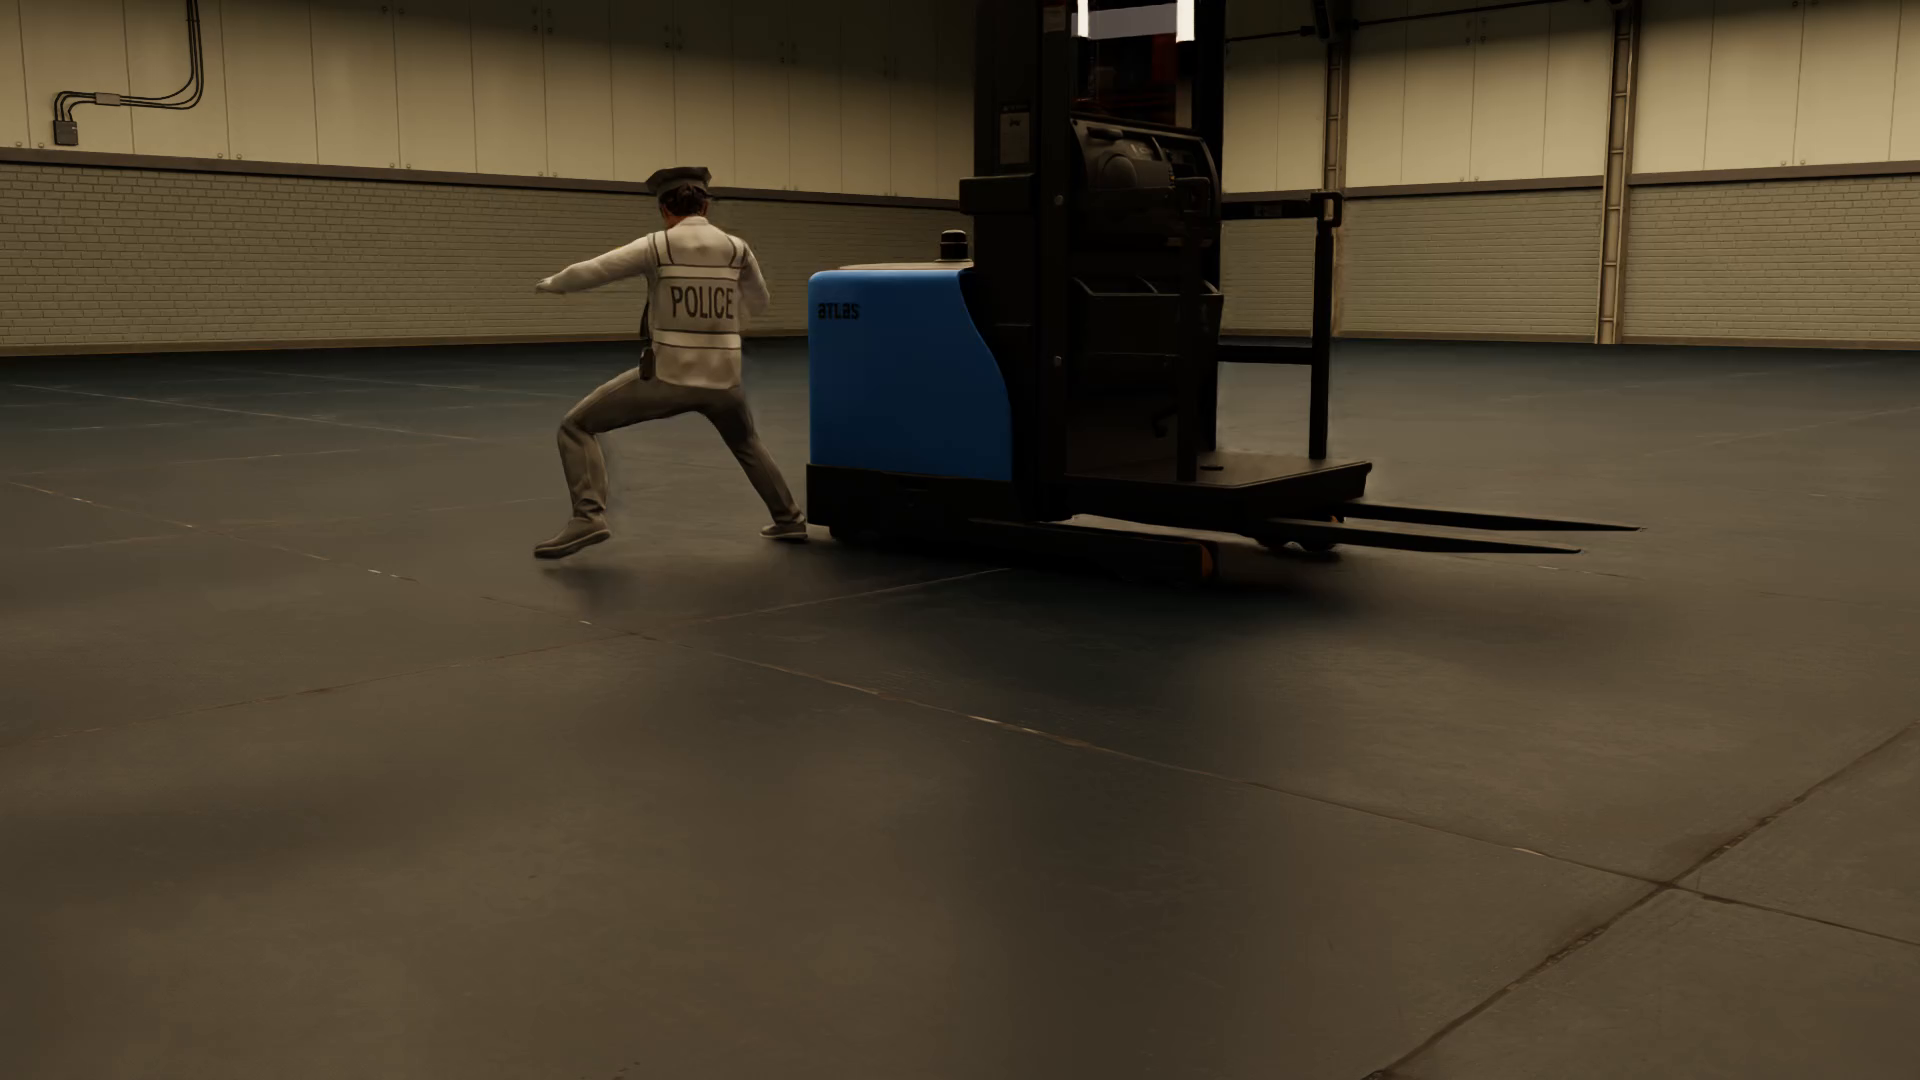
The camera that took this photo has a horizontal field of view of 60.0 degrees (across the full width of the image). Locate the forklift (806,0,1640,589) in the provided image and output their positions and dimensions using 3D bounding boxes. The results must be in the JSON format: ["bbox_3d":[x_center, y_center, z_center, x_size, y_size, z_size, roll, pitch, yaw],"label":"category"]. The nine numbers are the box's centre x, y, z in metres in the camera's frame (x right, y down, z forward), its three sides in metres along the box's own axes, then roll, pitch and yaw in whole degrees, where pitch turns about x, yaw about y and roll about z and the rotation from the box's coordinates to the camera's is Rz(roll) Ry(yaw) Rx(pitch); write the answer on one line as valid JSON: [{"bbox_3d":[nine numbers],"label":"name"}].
[{"bbox_3d":[0.856,-1.372,5.983,3.031,2.935,1.130,7,11,37],"label":"forklift"}]

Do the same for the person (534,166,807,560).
[{"bbox_3d":[-1.091,-0.657,6.283,1.139,1.461,0.631,-4,10,-27],"label":"person"}]
